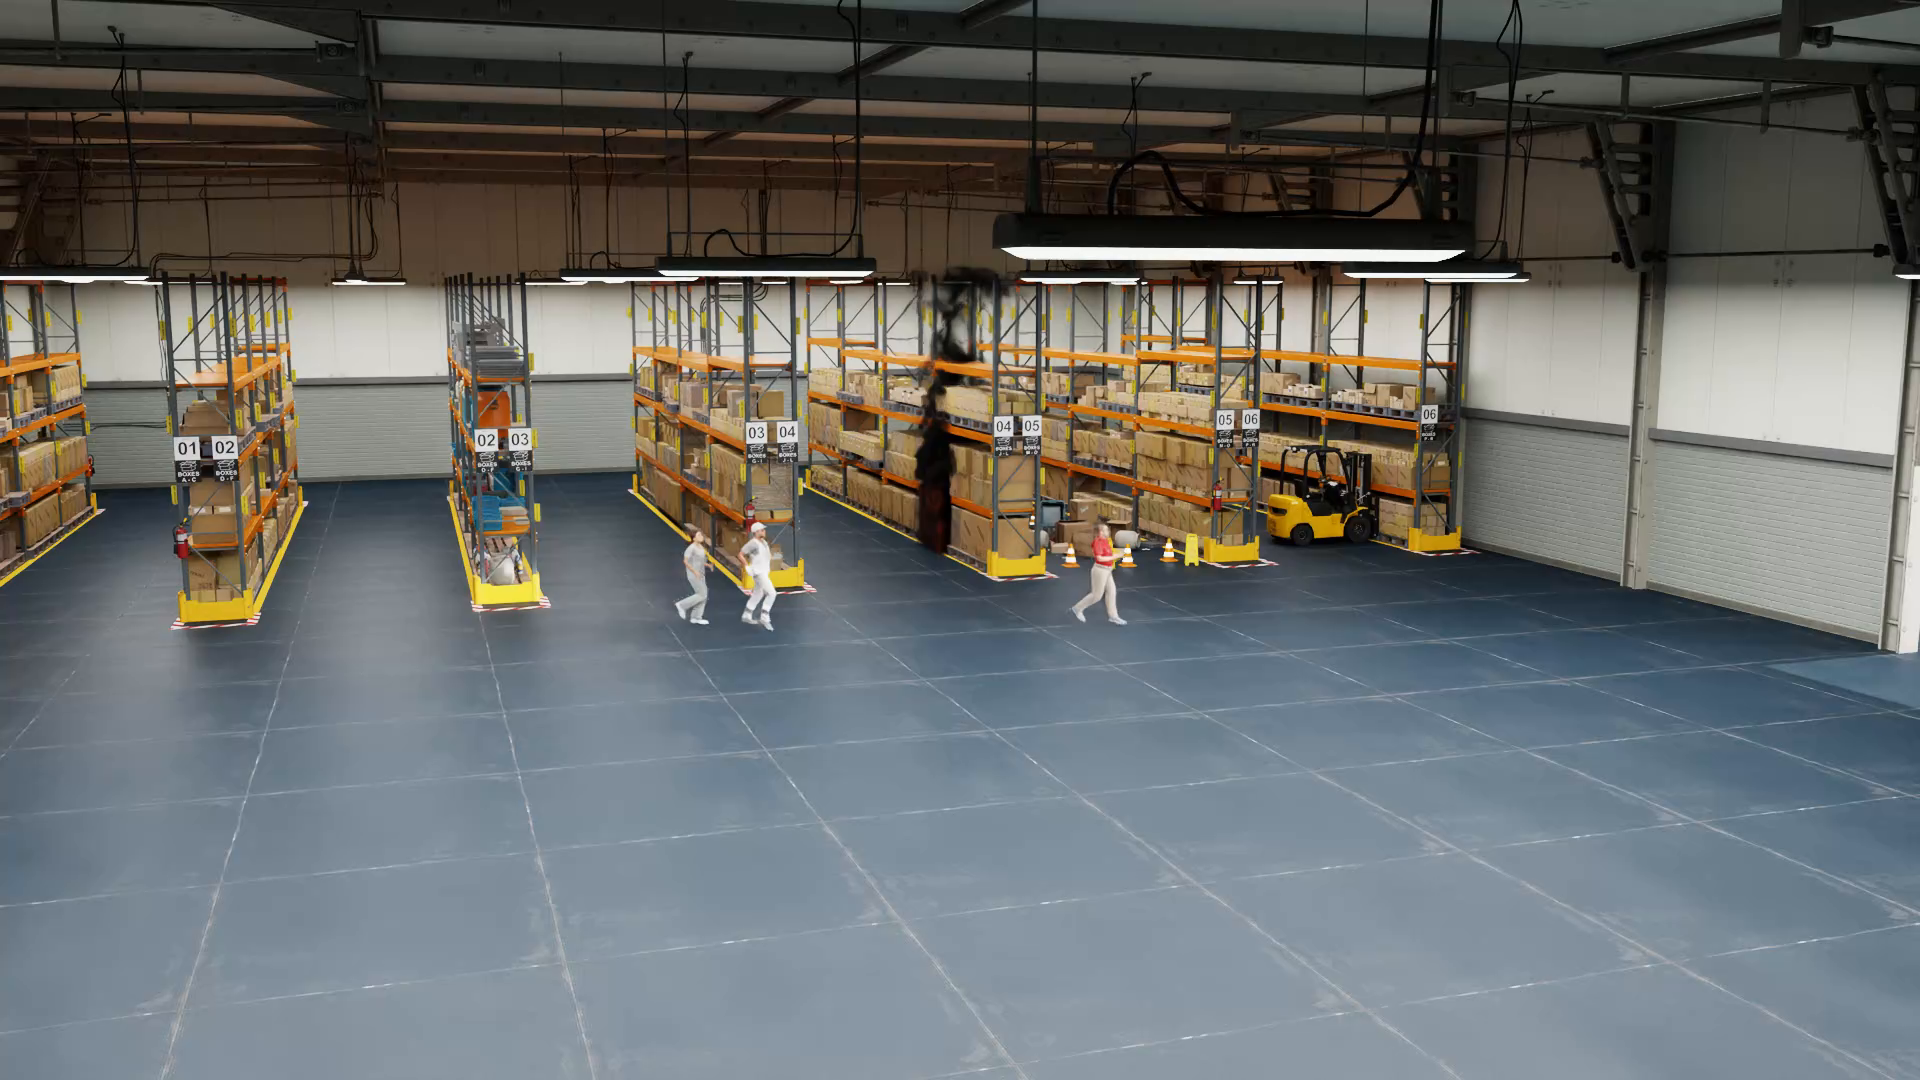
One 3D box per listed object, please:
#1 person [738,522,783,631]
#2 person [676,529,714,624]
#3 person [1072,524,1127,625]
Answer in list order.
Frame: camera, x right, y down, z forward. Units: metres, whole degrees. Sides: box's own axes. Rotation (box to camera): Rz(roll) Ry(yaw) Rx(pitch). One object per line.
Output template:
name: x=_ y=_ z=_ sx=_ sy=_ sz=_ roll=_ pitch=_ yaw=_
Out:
person: x=-3.367 y=0.616 z=28.104 sx=0.758 sy=1.839 sz=0.646 roll=2 pitch=9 yaw=10
person: x=-4.548 y=0.624 z=28.611 sx=0.596 sy=1.639 sz=0.560 roll=2 pitch=9 yaw=13
person: x=2.392 y=0.578 z=28.411 sx=0.950 sy=1.722 sz=0.682 roll=3 pitch=9 yaw=17
